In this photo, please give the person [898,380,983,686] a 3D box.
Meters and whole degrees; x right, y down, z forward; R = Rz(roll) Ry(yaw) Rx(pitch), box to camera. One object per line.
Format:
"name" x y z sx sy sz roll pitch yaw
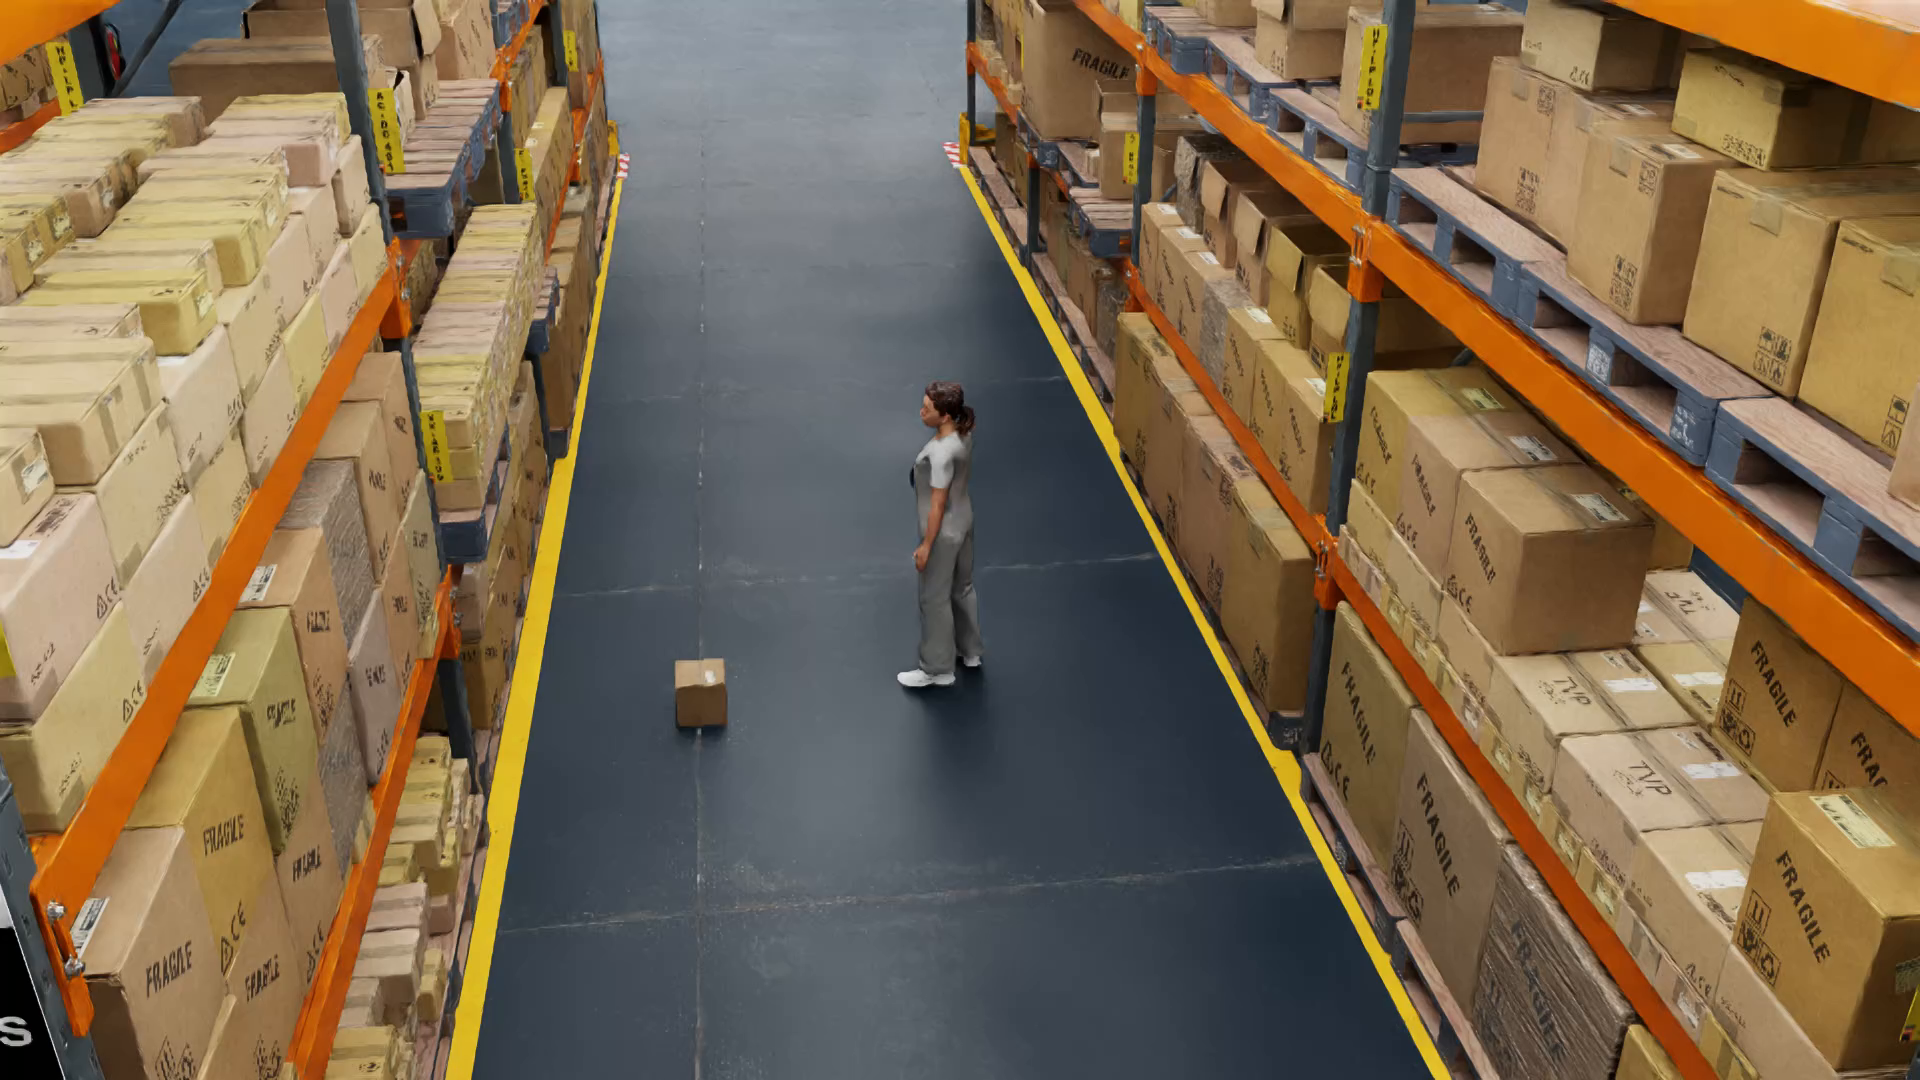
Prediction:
"person" -0.087 -0.047 8.657 0.380 1.676 0.564 9 29 16
